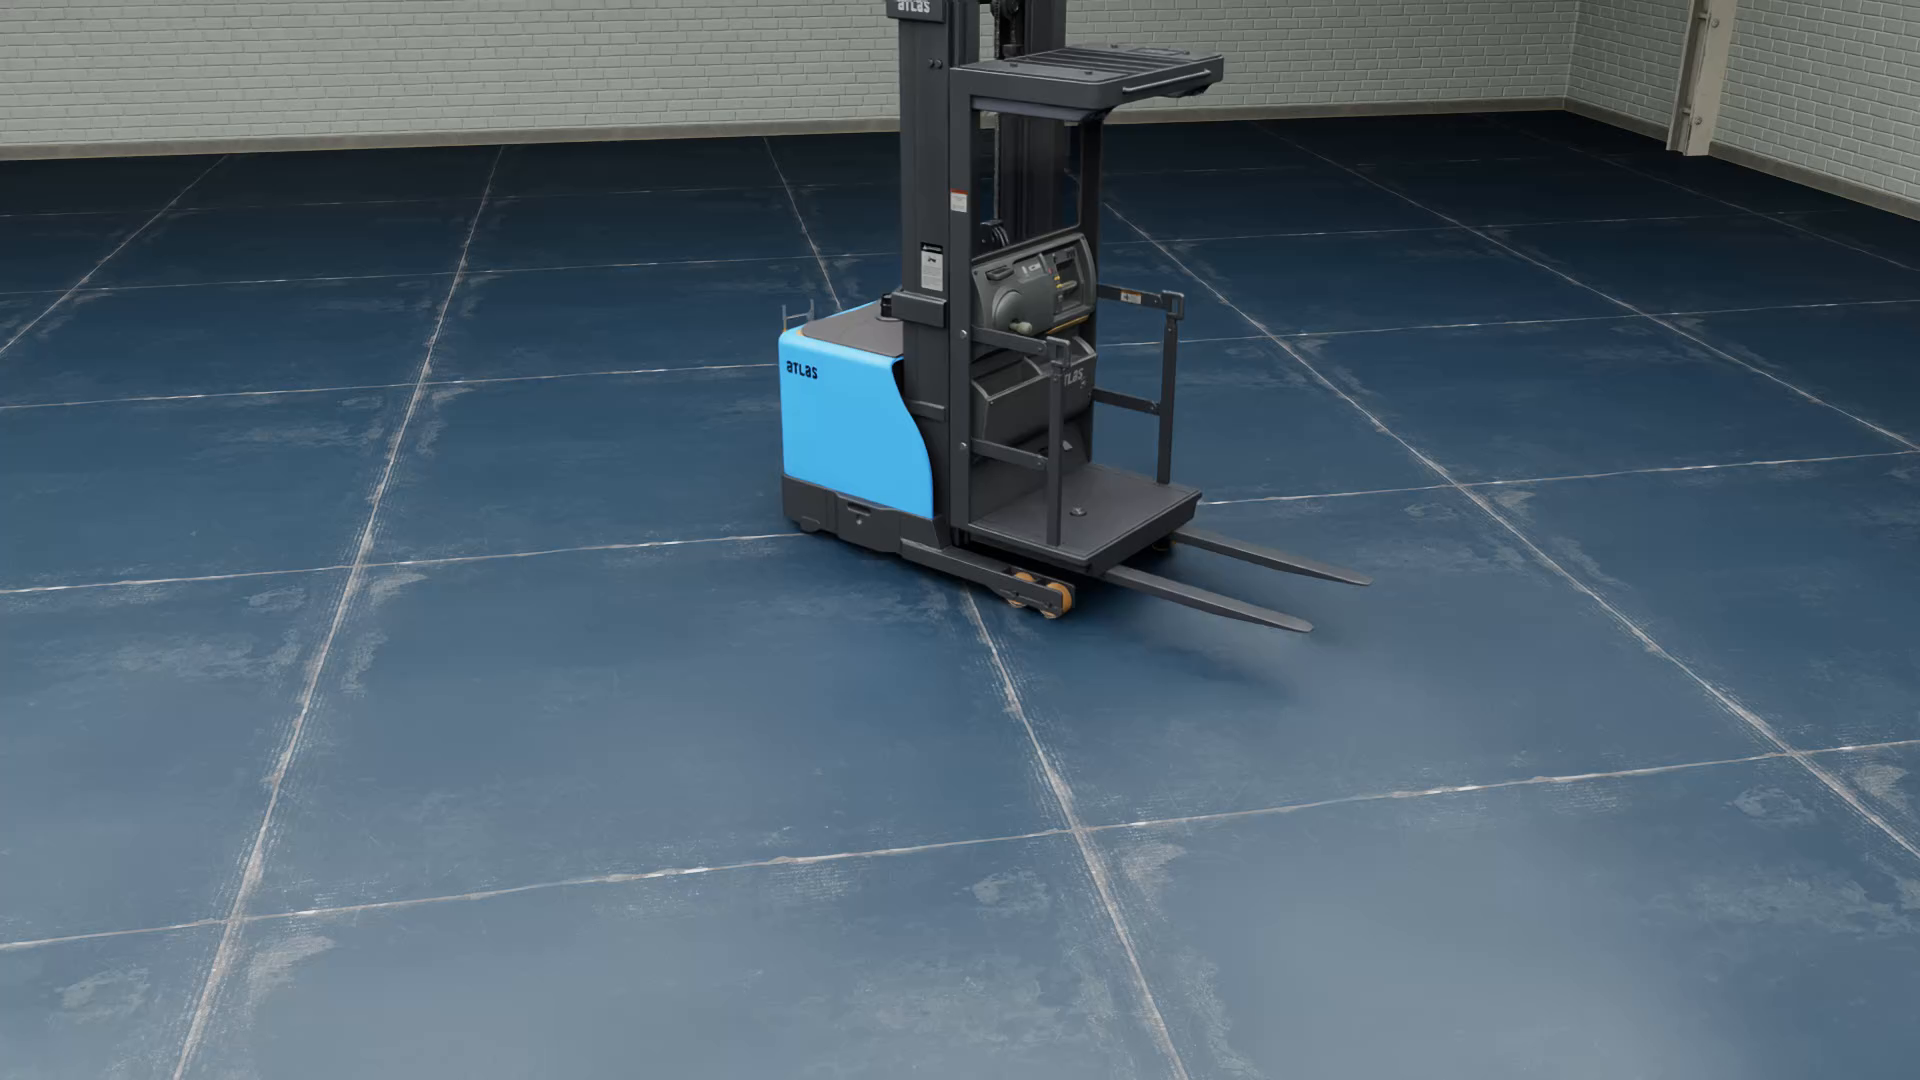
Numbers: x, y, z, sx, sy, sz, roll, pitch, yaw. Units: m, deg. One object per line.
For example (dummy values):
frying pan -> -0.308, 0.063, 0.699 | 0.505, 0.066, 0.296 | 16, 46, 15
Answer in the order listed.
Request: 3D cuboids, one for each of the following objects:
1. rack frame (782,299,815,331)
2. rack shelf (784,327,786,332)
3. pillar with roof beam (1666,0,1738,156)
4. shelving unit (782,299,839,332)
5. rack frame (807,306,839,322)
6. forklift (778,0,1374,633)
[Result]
rack frame -> -0.871, -0.812, 9.299 | 0.200, 1.050, 0.008 | -18, 26, -35
rack shelf -> -0.804, -1.035, 9.111 | 0.215, 0.259, 0.240 | -18, 26, -35
pillar with roof beam -> 3.991, -8.187, 16.253 | 9.100, 9.000, 0.400 | -4, 24, -10
shelving unit -> -0.795, -0.780, 9.209 | 0.215, 1.050, 0.252 | -18, 26, -35
rack frame -> -0.720, -0.748, 9.119 | 0.200, 1.050, 0.008 | -18, 26, -35
forklift -> 0.529, -1.212, 7.863 | 3.031, 2.935, 1.130 | 17, 29, 34
